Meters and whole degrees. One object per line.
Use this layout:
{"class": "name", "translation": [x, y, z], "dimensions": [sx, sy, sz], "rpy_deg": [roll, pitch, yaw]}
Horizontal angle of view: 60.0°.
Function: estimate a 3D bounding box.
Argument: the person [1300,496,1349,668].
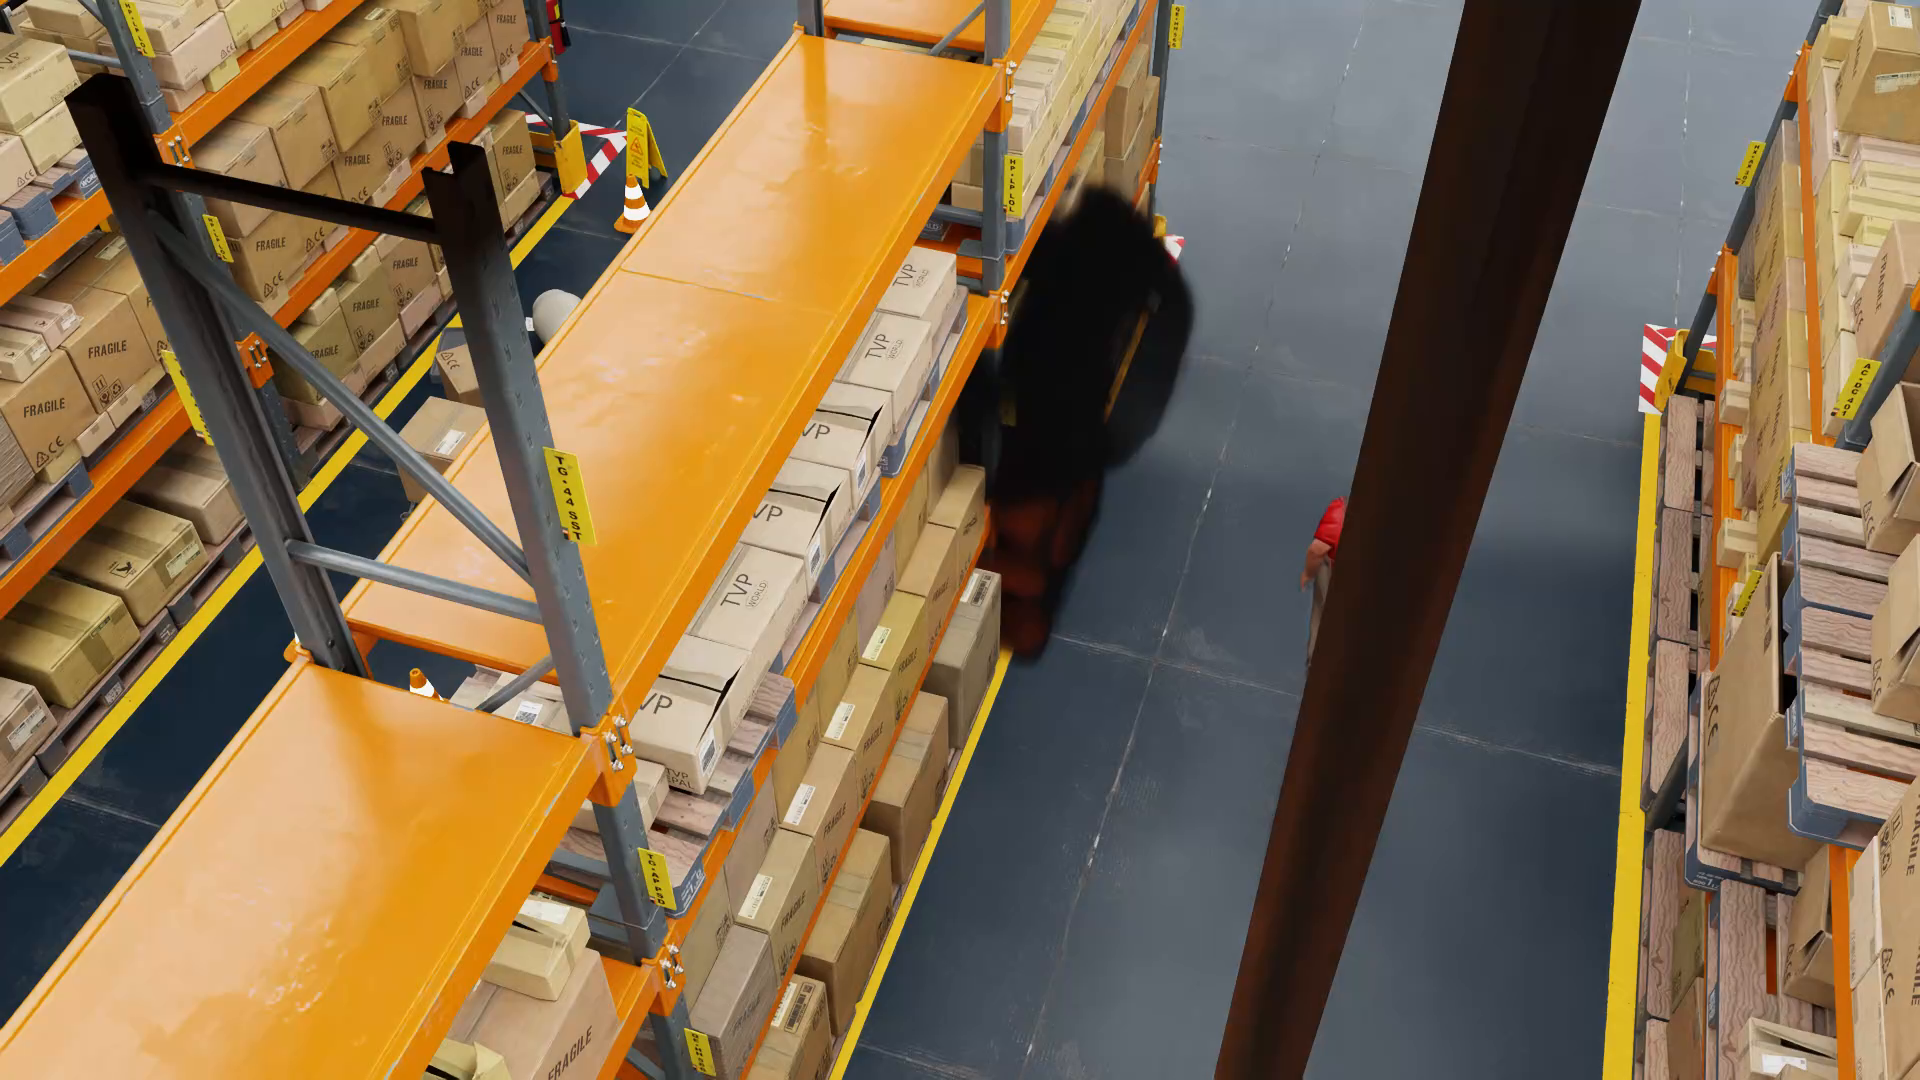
{"class": "person", "translation": [2.214, 0.237, 9.348], "dimensions": [0.618, 1.862, 0.791], "rpy_deg": [9, 46, 9]}
